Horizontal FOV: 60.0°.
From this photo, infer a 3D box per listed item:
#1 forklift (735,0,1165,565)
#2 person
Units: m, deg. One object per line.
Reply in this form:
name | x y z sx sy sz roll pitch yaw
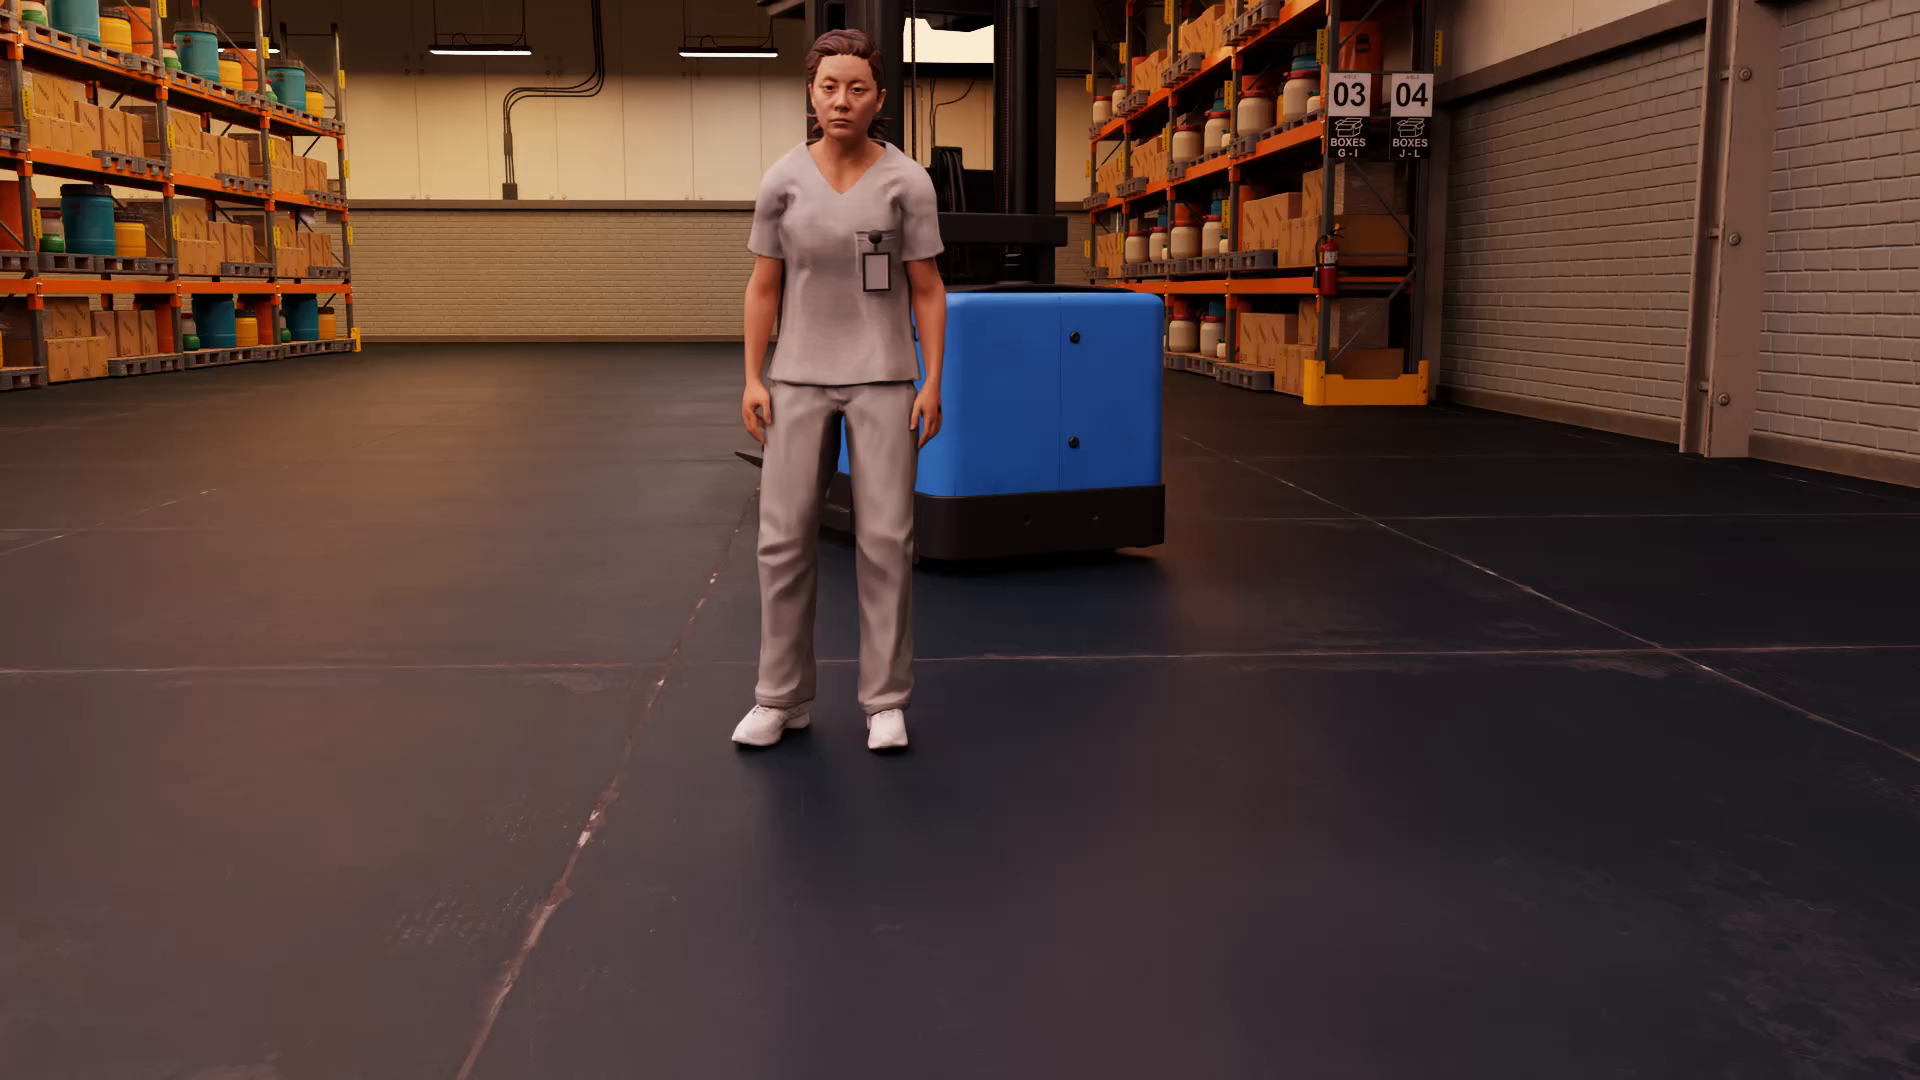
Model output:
forklift | -0.264 -1.530 7.637 1.130 2.935 3.031 -4 9 -25
person | -0.283 -0.346 3.953 0.508 1.671 0.365 0 8 3
